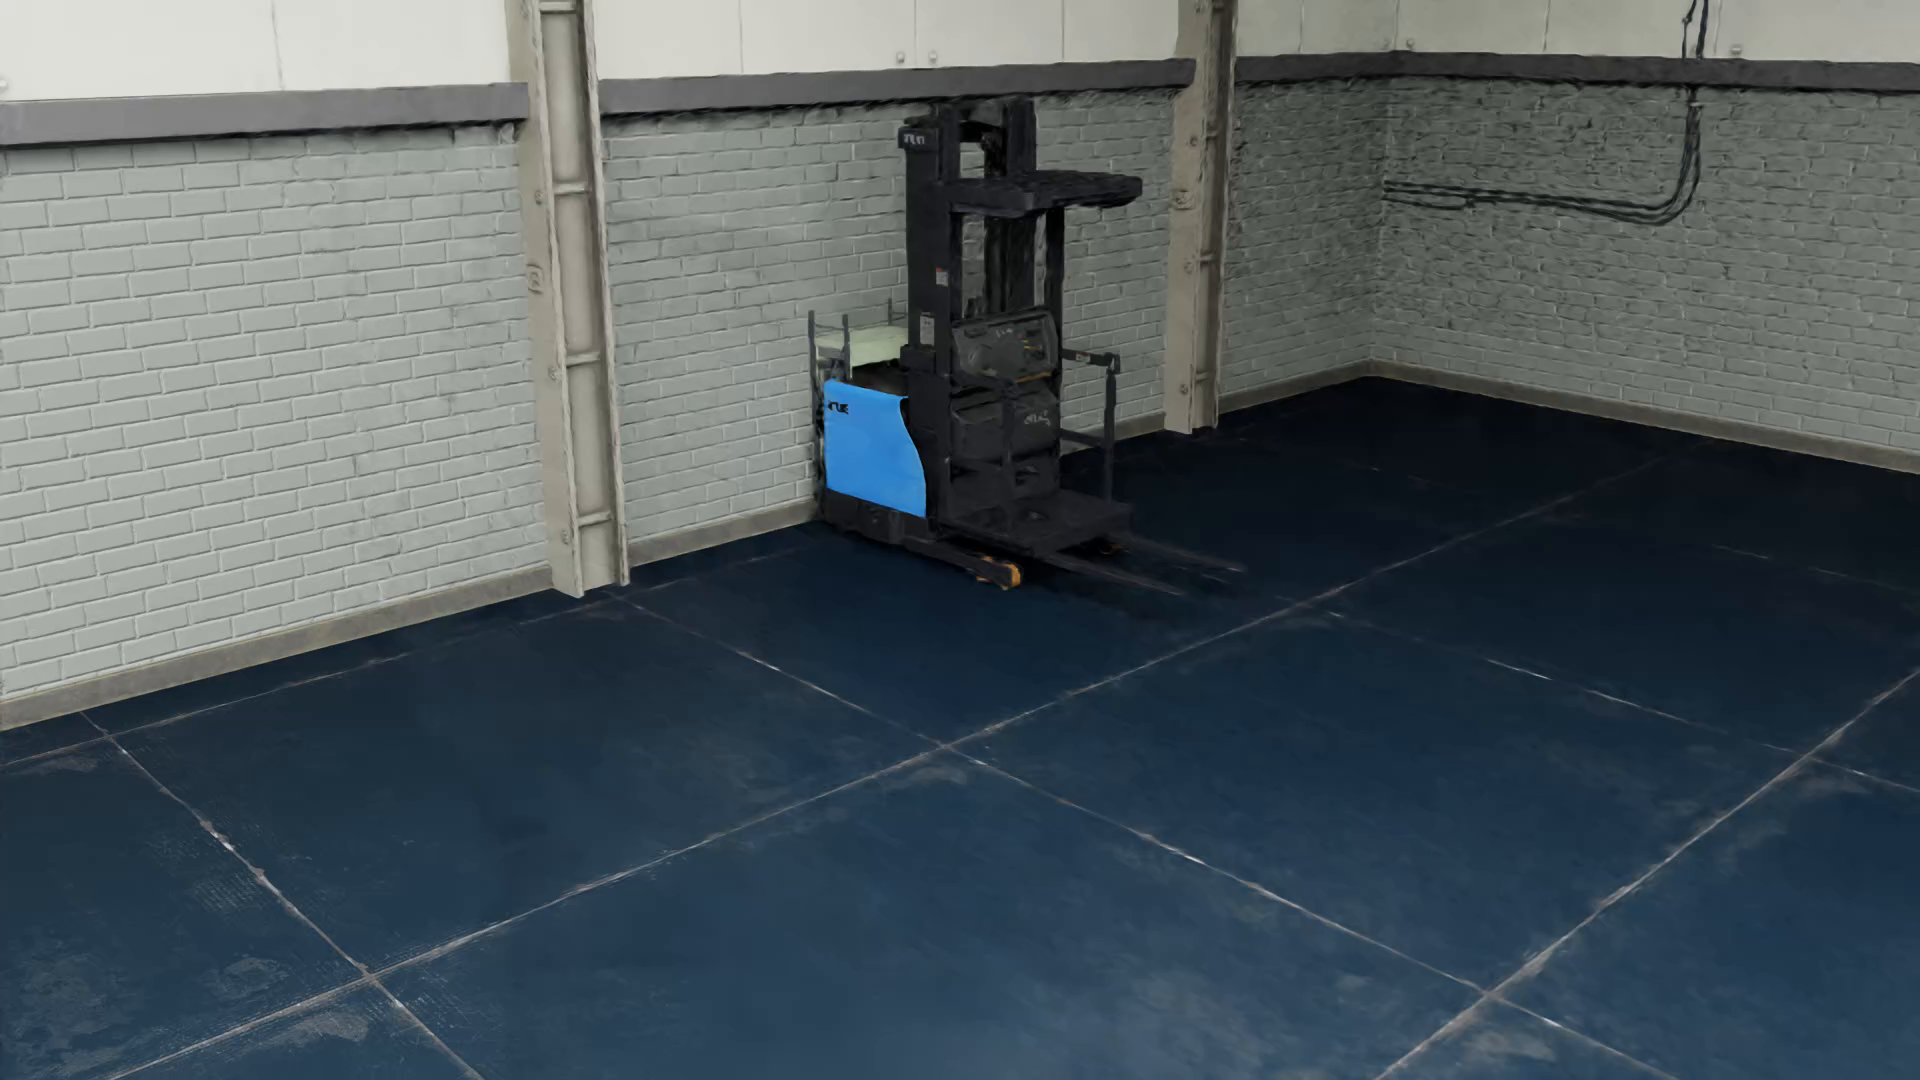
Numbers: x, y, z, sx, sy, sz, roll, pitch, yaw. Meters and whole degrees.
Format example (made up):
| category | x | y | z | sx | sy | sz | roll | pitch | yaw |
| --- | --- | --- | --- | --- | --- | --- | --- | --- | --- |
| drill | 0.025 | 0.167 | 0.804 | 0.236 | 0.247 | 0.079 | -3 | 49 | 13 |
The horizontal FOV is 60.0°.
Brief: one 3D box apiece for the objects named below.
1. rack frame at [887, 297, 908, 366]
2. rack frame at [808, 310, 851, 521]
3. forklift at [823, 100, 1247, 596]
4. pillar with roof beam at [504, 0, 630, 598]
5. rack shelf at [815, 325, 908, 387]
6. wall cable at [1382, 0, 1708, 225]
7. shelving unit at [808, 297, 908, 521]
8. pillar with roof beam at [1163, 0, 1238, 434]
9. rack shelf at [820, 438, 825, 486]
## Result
| category | x | y | z | sx | sy | sz | roll | pitch | yaw |
| --- | --- | --- | --- | --- | --- | --- | --- | --- | --- |
| rack frame | -0.368 | -0.994 | 12.062 | 0.400 | 1.500 | 0.023 | 14 | 23 | 43 |
| rack frame | -0.884 | -0.836 | 11.568 | 0.400 | 1.500 | 0.023 | 14 | 23 | 43 |
| forklift | 0.451 | -1.258 | 10.613 | 3.031 | 2.935 | 1.130 | 17 | 24 | 42 |
| pillar with roof beam | 0.605 | -3.029 | 6.235 | 0.400 | 9.000 | 9.100 | -16 | 24 | -41 |
| rack shelf | -0.636 | -1.289 | 11.705 | 0.431 | 0.370 | 0.720 | 14 | 23 | 43 |
| wall cable | 5.056 | -4.116 | 14.622 | 0.112 | 2.526 | 3.097 | -16 | 24 | -41 |
| shelving unit | -0.626 | -0.915 | 11.815 | 0.431 | 1.500 | 0.755 | 14 | 23 | 43 |
| pillar with roof beam | 4.964 | -4.300 | 10.156 | 0.400 | 9.000 | 9.100 | -16 | 24 | -41 |
| rack shelf | -0.619 | -0.602 | 11.906 | 0.431 | 0.370 | 0.720 | 14 | 23 | 43 |
